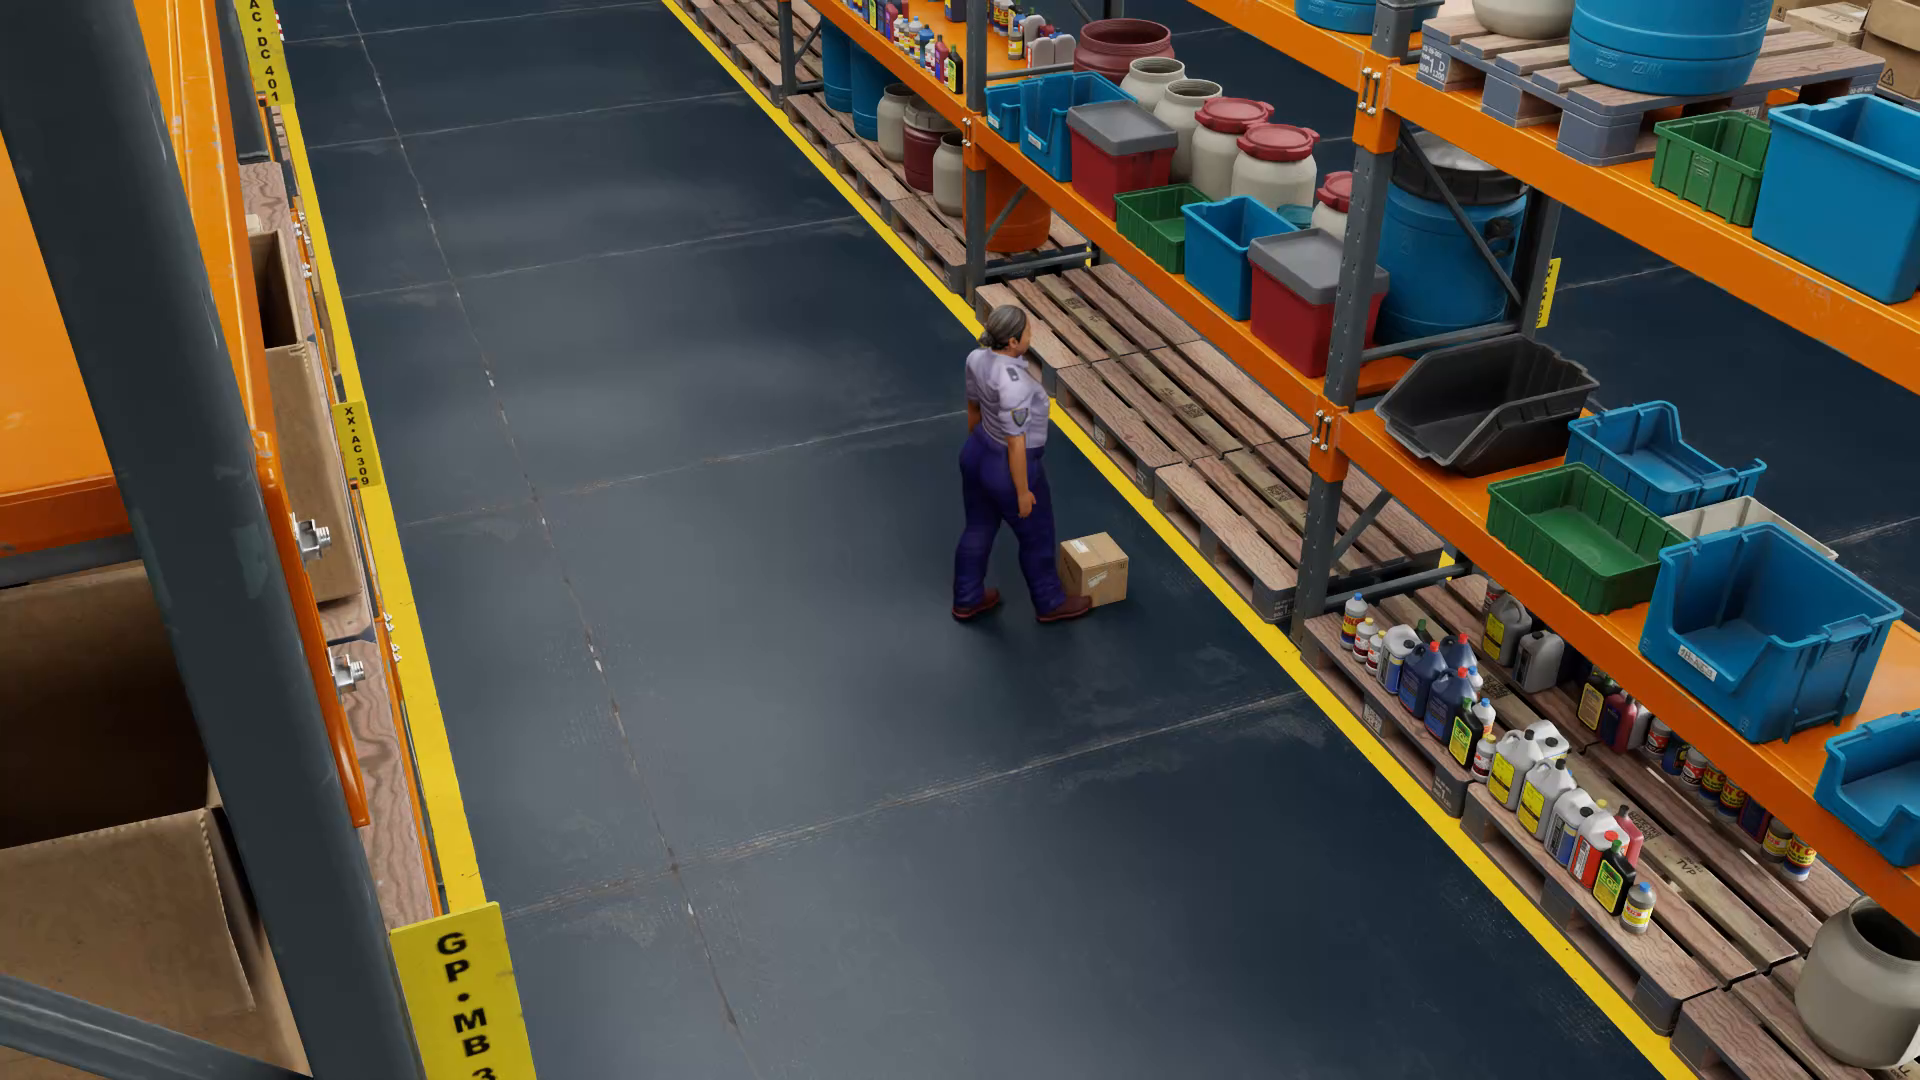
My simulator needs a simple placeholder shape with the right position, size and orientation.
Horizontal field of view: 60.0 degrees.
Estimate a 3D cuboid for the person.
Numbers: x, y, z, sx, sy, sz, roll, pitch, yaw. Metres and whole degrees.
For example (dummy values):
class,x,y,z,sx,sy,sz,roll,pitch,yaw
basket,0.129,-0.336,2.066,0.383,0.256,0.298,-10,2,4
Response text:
class,x,y,z,sx,sy,sz,roll,pitch,yaw
person,0.285,-0.352,7.673,0.637,1.640,0.495,-17,37,-24
